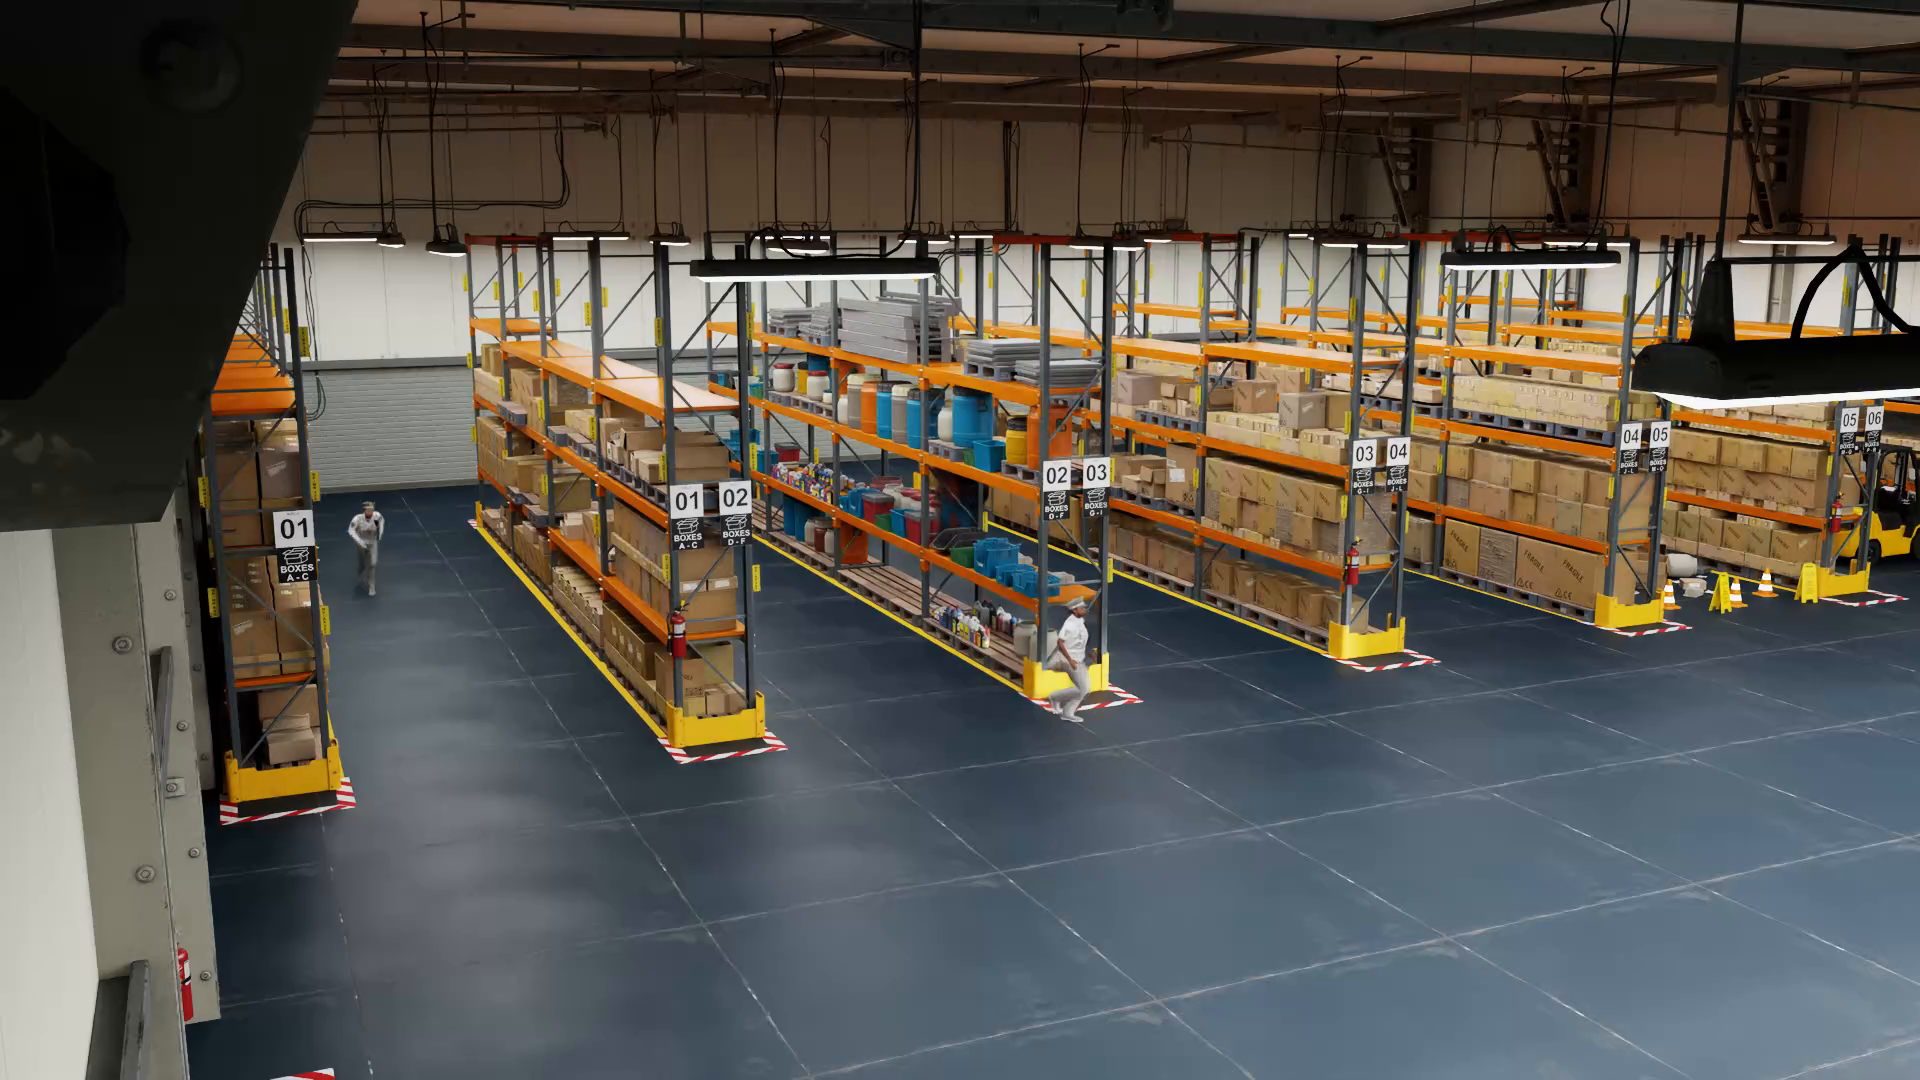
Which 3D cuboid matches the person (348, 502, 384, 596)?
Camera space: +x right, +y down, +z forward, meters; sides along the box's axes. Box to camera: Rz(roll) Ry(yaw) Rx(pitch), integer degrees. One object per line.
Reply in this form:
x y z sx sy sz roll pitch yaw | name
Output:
-10.200 0.095 28.543 0.643 1.630 0.968 -8 14 -36 | person

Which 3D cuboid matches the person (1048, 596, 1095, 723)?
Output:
1.440 1.509 21.069 0.542 1.635 0.574 3 11 16 | person
